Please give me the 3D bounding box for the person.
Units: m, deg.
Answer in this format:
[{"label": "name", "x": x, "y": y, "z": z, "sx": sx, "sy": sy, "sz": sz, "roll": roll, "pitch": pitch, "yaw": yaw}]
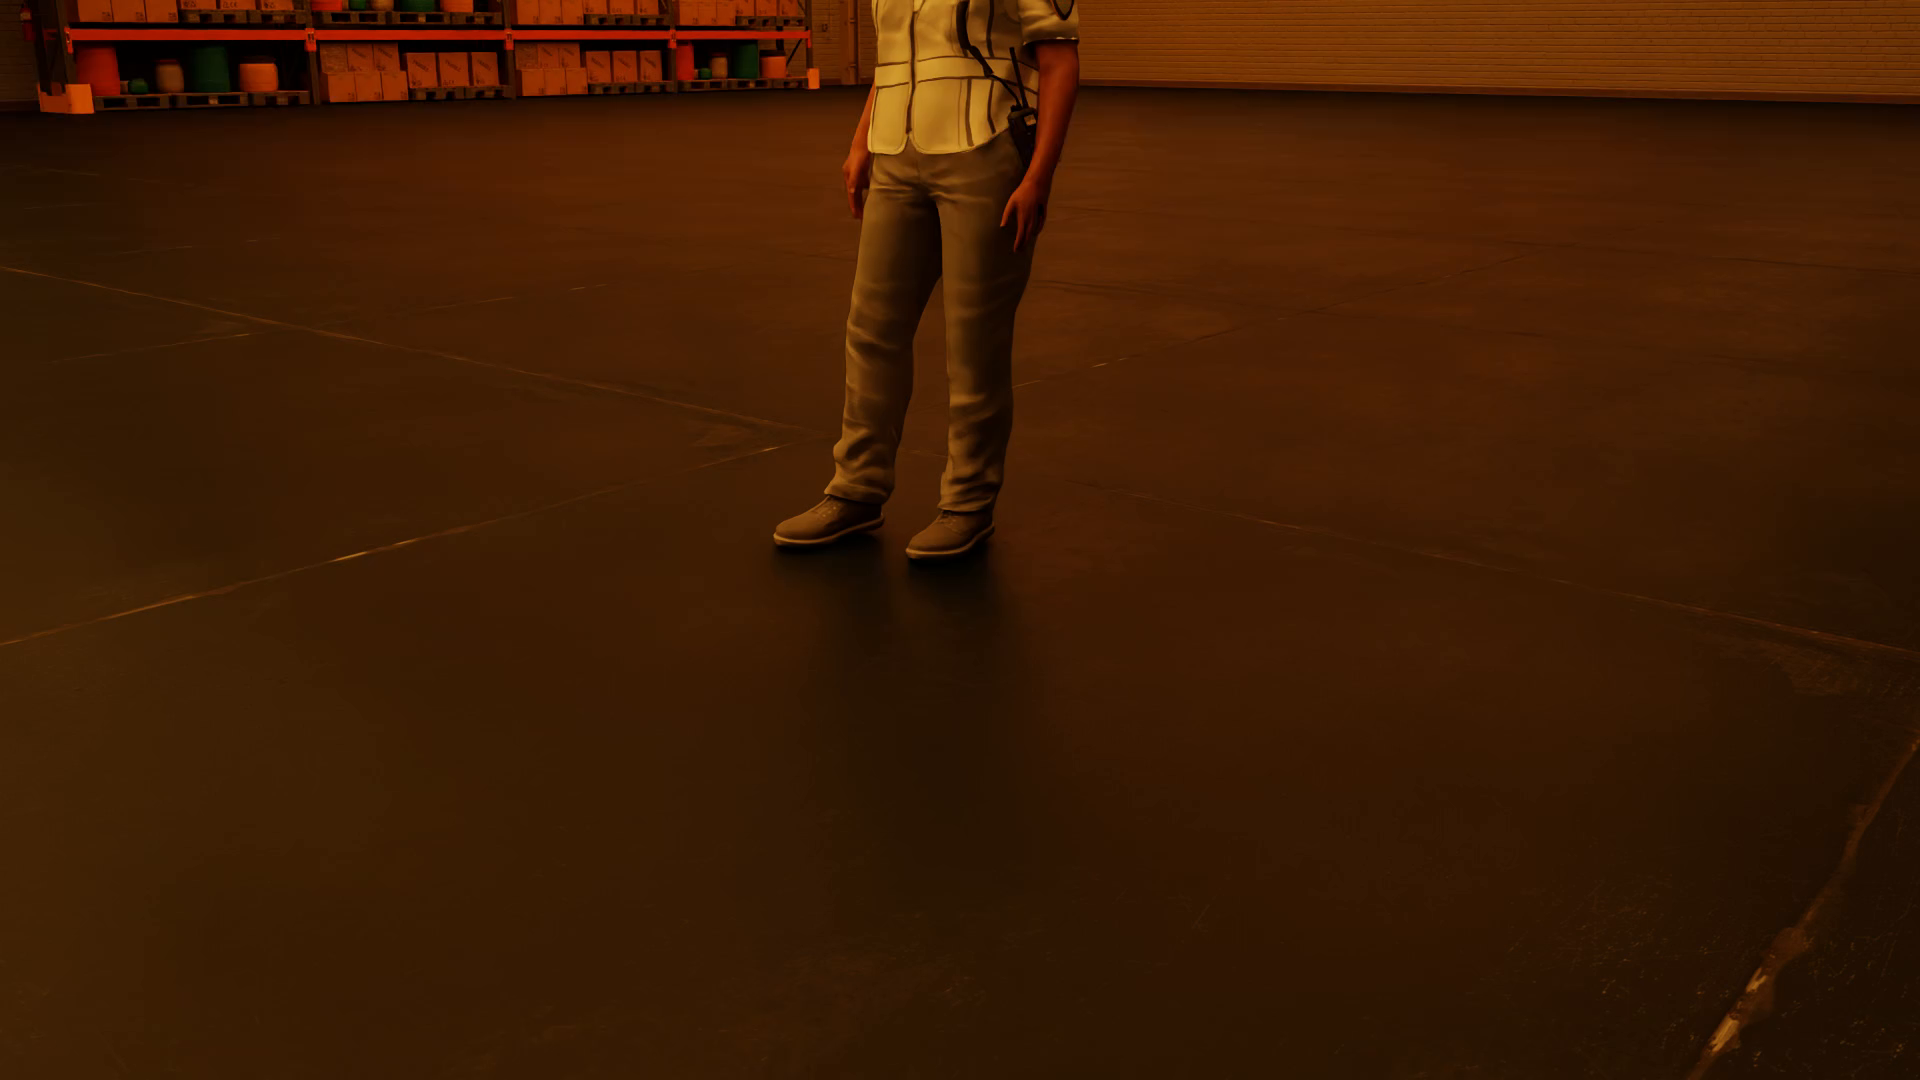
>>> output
[{"label": "person", "x": -0.067, "y": -0.791, "z": 3.655, "sx": 0.598, "sy": 1.670, "sz": 0.529, "roll": 13, "pitch": 21, "yaw": 37}]
